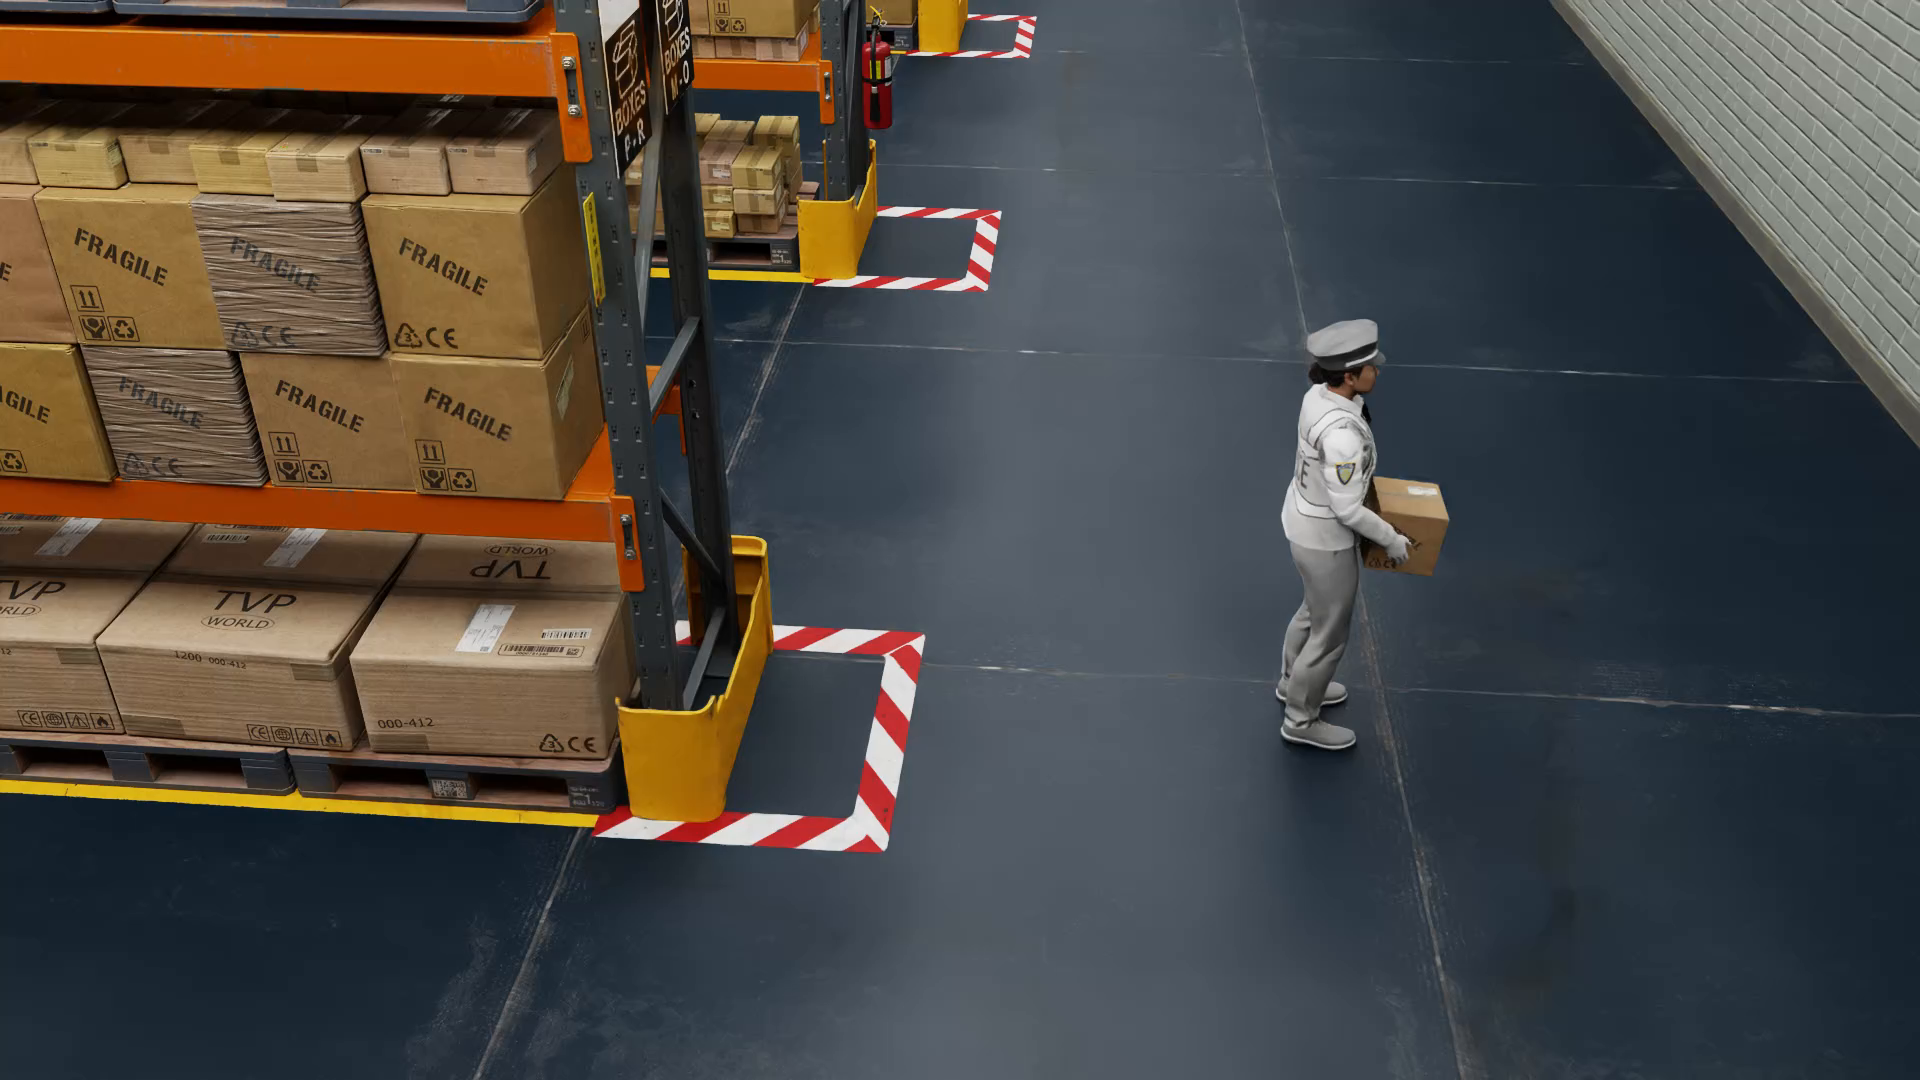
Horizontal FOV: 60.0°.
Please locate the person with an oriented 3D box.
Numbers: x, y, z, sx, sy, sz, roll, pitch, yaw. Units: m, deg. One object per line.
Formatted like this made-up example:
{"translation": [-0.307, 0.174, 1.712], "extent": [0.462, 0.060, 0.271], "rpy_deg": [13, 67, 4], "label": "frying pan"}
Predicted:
{"translation": [1.421, -0.020, 6.140], "extent": [0.464, 1.690, 0.494], "rpy_deg": [2, 32, 3], "label": "person"}
